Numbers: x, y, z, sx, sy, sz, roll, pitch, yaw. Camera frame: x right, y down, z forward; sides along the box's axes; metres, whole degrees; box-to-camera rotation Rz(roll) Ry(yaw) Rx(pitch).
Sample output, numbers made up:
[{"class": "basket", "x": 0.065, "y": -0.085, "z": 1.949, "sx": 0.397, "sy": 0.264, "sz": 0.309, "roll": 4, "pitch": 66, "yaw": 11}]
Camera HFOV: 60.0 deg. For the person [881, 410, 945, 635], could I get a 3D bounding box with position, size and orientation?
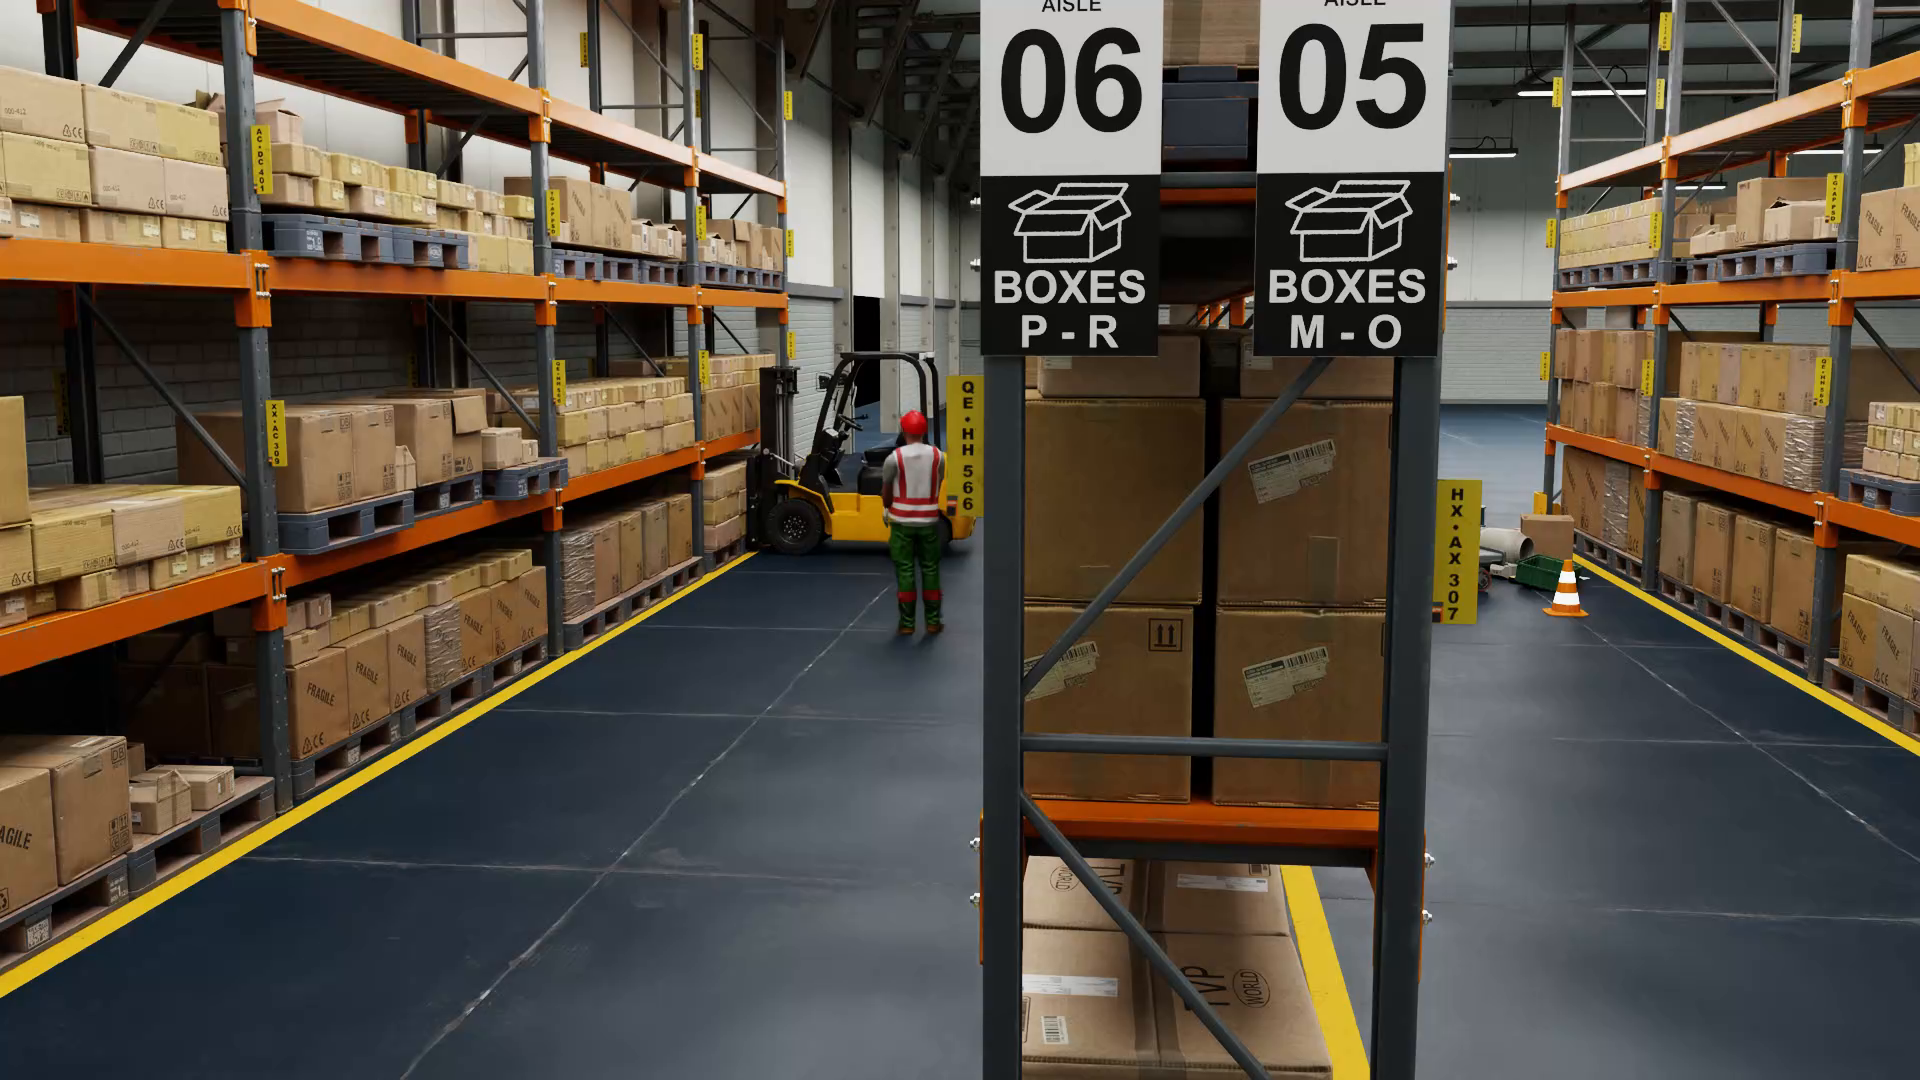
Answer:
[{"class": "person", "x": -0.377, "y": -0.150, "z": 13.310, "sx": 0.556, "sy": 1.794, "sz": 0.528, "roll": -2, "pitch": 8, "yaw": -18}]
